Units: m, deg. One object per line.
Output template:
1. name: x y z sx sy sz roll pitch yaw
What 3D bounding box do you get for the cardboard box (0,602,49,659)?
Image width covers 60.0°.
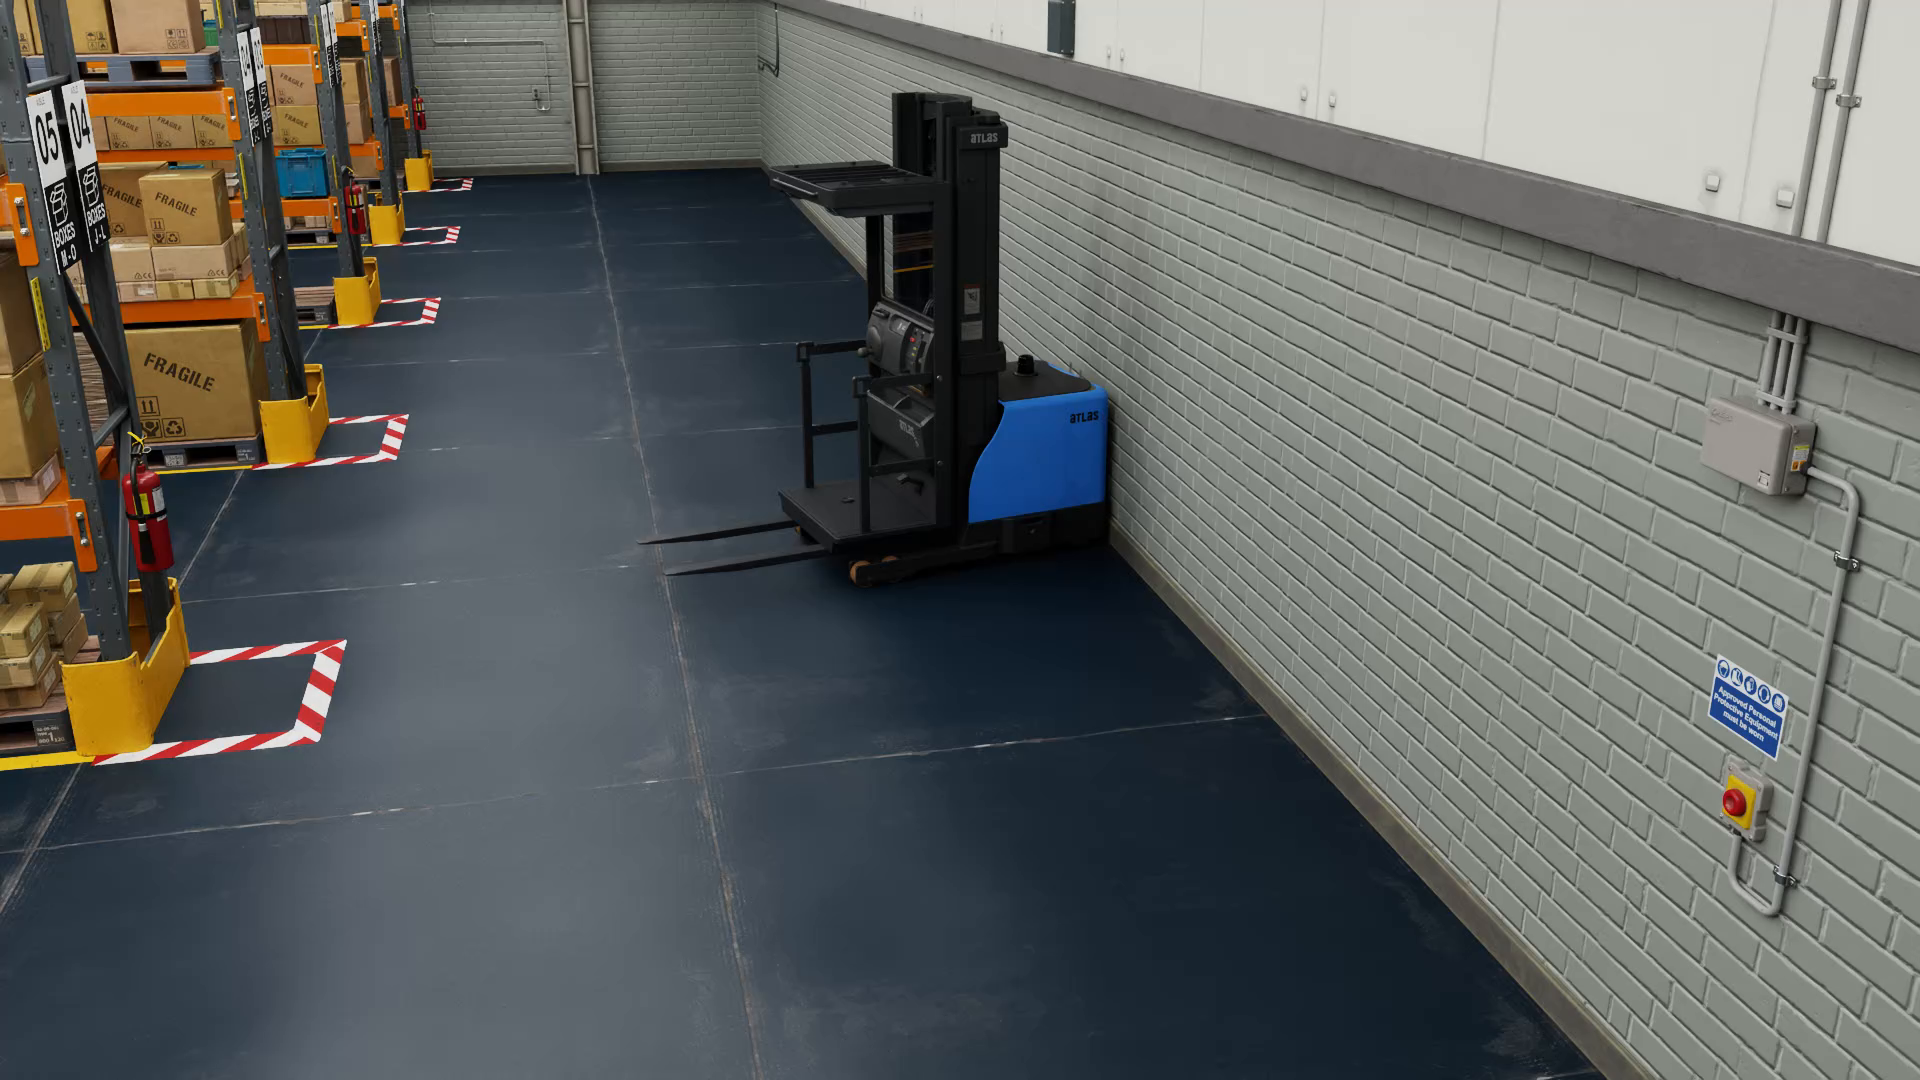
1. cardboard box: -4.787 0.458 8.373 0.250 0.149 0.380 -4 21 -12

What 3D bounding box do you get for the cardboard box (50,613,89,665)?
1. cardboard box: -4.914 0.545 9.001 0.250 0.149 0.380 -4 21 -11

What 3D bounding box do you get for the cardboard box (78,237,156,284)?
1. cardboard box: -6.278 -2.101 12.476 0.500 0.250 0.500 -5 21 -13

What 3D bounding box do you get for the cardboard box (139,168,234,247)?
1. cardboard box: -5.787 -2.494 12.458 0.500 0.500 0.500 -4 21 -12

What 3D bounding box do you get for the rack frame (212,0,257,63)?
1. rack frame: -5.373 -5.016 11.926 0.127 3.000 1.000 -5 21 -12

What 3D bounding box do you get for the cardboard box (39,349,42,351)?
1. cardboard box: -4.831 -0.775 8.490 0.500 0.500 0.500 -4 20 -10

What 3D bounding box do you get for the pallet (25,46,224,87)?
1. pallet: -6.093 -3.504 12.287 1.213 0.211 1.003 -5 21 -12

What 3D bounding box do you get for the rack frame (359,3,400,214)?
1. rack frame: -7.649 -5.516 22.011 0.127 3.000 1.000 -5 21 -12

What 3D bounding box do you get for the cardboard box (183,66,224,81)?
1. cardboard box: -9.514 -5.781 21.137 0.500 0.500 0.500 -4 20 -11

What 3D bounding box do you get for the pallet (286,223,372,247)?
1. pallet: -8.499 -4.137 22.301 1.213 0.211 1.003 -5 21 -12

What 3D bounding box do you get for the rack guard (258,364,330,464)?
1. rack guard: -5.350 -1.027 13.393 0.348 0.500 1.175 -5 21 -12

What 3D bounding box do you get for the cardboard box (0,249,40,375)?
1. cardboard box: -4.718 -1.068 7.837 0.500 0.500 0.500 -5 21 -14

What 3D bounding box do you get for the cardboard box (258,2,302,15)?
1. cardboard box: -8.578 -6.689 21.070 0.500 0.250 0.500 -5 21 -12

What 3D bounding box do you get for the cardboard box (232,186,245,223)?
1. cardboard box: -9.715 -4.384 21.911 0.637 0.503 0.797 -5 21 -12

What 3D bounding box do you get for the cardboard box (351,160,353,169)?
1. cardboard box: -9.938 -6.068 26.543 0.500 0.500 0.700 -5 21 -13

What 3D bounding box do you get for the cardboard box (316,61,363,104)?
1. cardboard box: -8.019 -5.905 21.474 0.500 0.500 0.500 -5 21 -13

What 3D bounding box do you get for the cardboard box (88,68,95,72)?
1. cardboard box: -11.019 -5.659 20.802 0.500 0.500 0.500 -4 21 -11

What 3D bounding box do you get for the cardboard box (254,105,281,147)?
1. cardboard box: -9.013 -5.356 21.430 0.500 0.500 0.500 -4 21 -12

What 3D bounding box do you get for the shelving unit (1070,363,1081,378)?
1. shelving unit: 0.841 -0.605 11.423 0.189 1.200 0.258 -2 20 -14

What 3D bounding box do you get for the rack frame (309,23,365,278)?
1. rack frame: -6.513 -3.857 17.483 0.127 3.000 1.000 -5 21 -12

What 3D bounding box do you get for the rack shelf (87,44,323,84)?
1. rack shelf: -8.459 -4.770 16.659 4.000 0.370 1.077 -5 21 -12

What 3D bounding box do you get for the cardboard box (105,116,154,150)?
1. cardboard box: -10.486 -5.237 21.104 0.500 0.500 0.500 -4 21 -12

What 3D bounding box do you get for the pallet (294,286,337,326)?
1. pallet: -7.324 -2.496 17.820 1.213 0.211 1.003 -5 21 -12

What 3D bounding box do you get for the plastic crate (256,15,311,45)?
1. plastic crate: -6.952 -5.267 17.161 0.590 0.269 0.497 -5 21 -12

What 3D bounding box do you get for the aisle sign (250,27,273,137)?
1. aisle sign: -5.372 -3.526 12.800 0.004 0.787 0.394 -5 21 -12

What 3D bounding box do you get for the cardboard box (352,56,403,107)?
1. cardboard box: -9.287 -7.271 26.365 0.700 0.700 0.980 -4 20 -10

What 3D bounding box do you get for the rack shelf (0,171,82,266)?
1. rack shelf: -6.277 -1.443 7.579 4.000 0.370 1.077 -5 21 -12

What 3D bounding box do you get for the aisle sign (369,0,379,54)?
1. aisle sign: -7.512 -6.639 21.298 0.004 0.787 0.394 -5 21 -12

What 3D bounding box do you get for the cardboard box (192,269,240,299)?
1. cardboard box: -5.644 -1.943 12.623 0.250 0.149 0.380 -4 21 -11

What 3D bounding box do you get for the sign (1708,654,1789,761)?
1. sign: 2.438 0.516 5.152 0.001 0.218 0.327 -5 21 -12

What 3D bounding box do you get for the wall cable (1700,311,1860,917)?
1. wall cable: 2.389 0.172 4.962 0.123 1.953 0.585 -5 21 -12

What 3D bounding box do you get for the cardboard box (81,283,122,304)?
1. cardboard box: -6.385 -1.883 12.459 0.250 0.149 0.380 -4 21 -12

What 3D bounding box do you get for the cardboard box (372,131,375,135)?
1. cardboard box: -9.375 -6.489 26.750 0.250 0.149 0.380 -5 21 -12

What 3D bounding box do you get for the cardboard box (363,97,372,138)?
1. cardboard box: -8.142 -5.616 22.138 0.500 0.500 0.500 -4 21 -11

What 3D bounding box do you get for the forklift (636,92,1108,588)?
1. forklift: -0.568 -1.283 10.556 3.031 2.935 1.130 -9 22 -24

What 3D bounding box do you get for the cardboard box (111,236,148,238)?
1. cardboard box: -6.407 -2.278 12.957 0.500 0.250 0.500 -5 21 -13

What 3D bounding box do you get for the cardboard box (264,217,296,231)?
1. cardboard box: -9.053 -4.240 21.887 0.500 0.250 0.500 -5 21 -12

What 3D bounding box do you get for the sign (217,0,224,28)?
1. sign: -5.262 -3.804 11.804 0.005 0.325 0.100 -5 21 -12

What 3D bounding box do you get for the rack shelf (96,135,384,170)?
1. rack shelf: -9.595 -5.019 21.702 4.000 0.370 1.077 -5 21 -12

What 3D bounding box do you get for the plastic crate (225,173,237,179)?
1. plastic crate: -7.820 -3.801 17.626 0.298 0.136 0.250 -5 21 -12

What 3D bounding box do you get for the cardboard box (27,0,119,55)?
1. cardboard box: -6.442 -3.836 12.162 0.500 0.500 0.700 -5 21 -14

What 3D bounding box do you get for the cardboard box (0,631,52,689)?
1. cardboard box: -4.778 0.608 8.395 0.250 0.149 0.380 -5 21 -14

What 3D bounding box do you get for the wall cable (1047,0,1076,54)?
1. wall cable: 0.923 -5.821 9.445 0.120 5.999 2.277 -5 21 -12

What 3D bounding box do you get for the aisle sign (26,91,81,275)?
1. aisle sign: -4.190 -1.657 7.698 0.004 0.787 0.394 -5 21 -12

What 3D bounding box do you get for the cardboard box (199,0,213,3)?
1. cardboard box: -9.549 -6.843 20.764 0.500 0.250 0.500 -5 21 -12

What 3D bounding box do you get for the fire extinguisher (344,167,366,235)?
1. fire extinguisher: -6.262 -3.506 17.178 0.183 0.674 0.296 -5 21 -12

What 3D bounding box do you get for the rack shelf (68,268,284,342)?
1. rack shelf: -7.320 -1.703 12.649 4.000 0.370 1.077 -5 21 -12

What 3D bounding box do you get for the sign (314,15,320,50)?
1. sign: -6.371 -5.034 16.486 0.005 0.325 0.100 -5 21 -12

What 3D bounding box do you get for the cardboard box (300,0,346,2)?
1. cardboard box: -8.090 -6.962 21.090 0.500 0.250 0.500 -5 21 -12

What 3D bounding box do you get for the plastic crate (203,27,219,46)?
1. plastic crate: -7.407 -4.993 16.530 0.336 0.188 0.450 -5 21 -12
